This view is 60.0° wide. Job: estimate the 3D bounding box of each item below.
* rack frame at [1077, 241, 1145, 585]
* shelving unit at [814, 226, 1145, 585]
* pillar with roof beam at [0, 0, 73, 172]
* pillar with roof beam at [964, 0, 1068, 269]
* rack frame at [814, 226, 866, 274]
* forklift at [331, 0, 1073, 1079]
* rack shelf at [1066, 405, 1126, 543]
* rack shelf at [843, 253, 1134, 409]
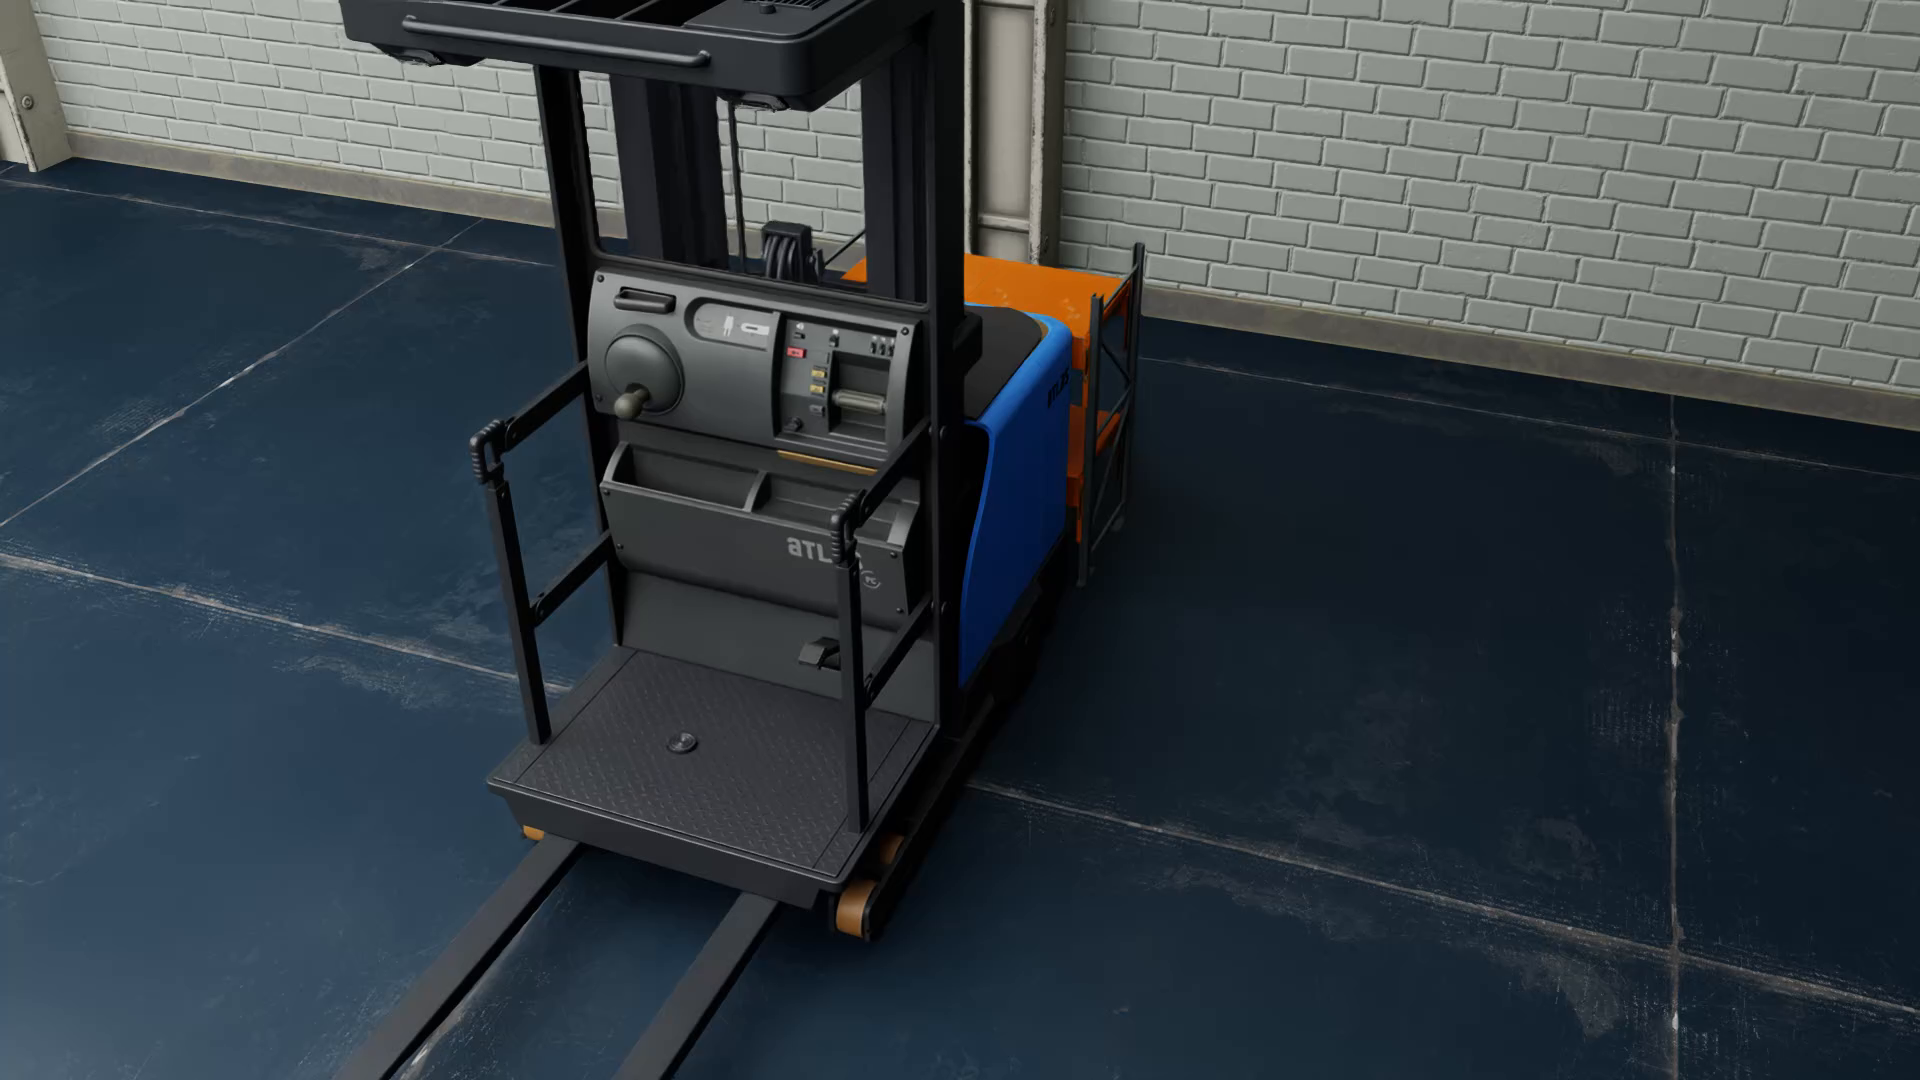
[{"bbox_3d":[0.534,-0.438,5.892,0.032,1.125,0.500,13,35,19],"label":"rack frame"},{"bbox_3d":[0.064,-0.544,6.055,1.048,1.125,0.538,13,35,19],"label":"shelving unit"},{"bbox_3d":[-6.867,-3.800,3.840,0.400,9.000,9.100,11,34,16],"label":"pillar with roof beam"},{"bbox_3d":[-1.219,-2.702,2.139,0.400,9.000,9.100,11,34,16],"label":"pillar with roof beam"},{"bbox_3d":[-0.405,-0.649,6.218,0.032,1.125,0.500,13,35,19],"label":"rack frame"},{"bbox_3d":[-0.632,-0.401,4.169,1.130,2.935,3.031,12,35,18],"label":"forklift"},{"bbox_3d":[0.064,-0.338,6.188,1.000,0.278,0.538,13,35,19],"label":"rack shelf"},{"bbox_3d":[0.064,-0.789,5.896,1.000,0.278,0.538,13,35,19],"label":"rack shelf"}]
